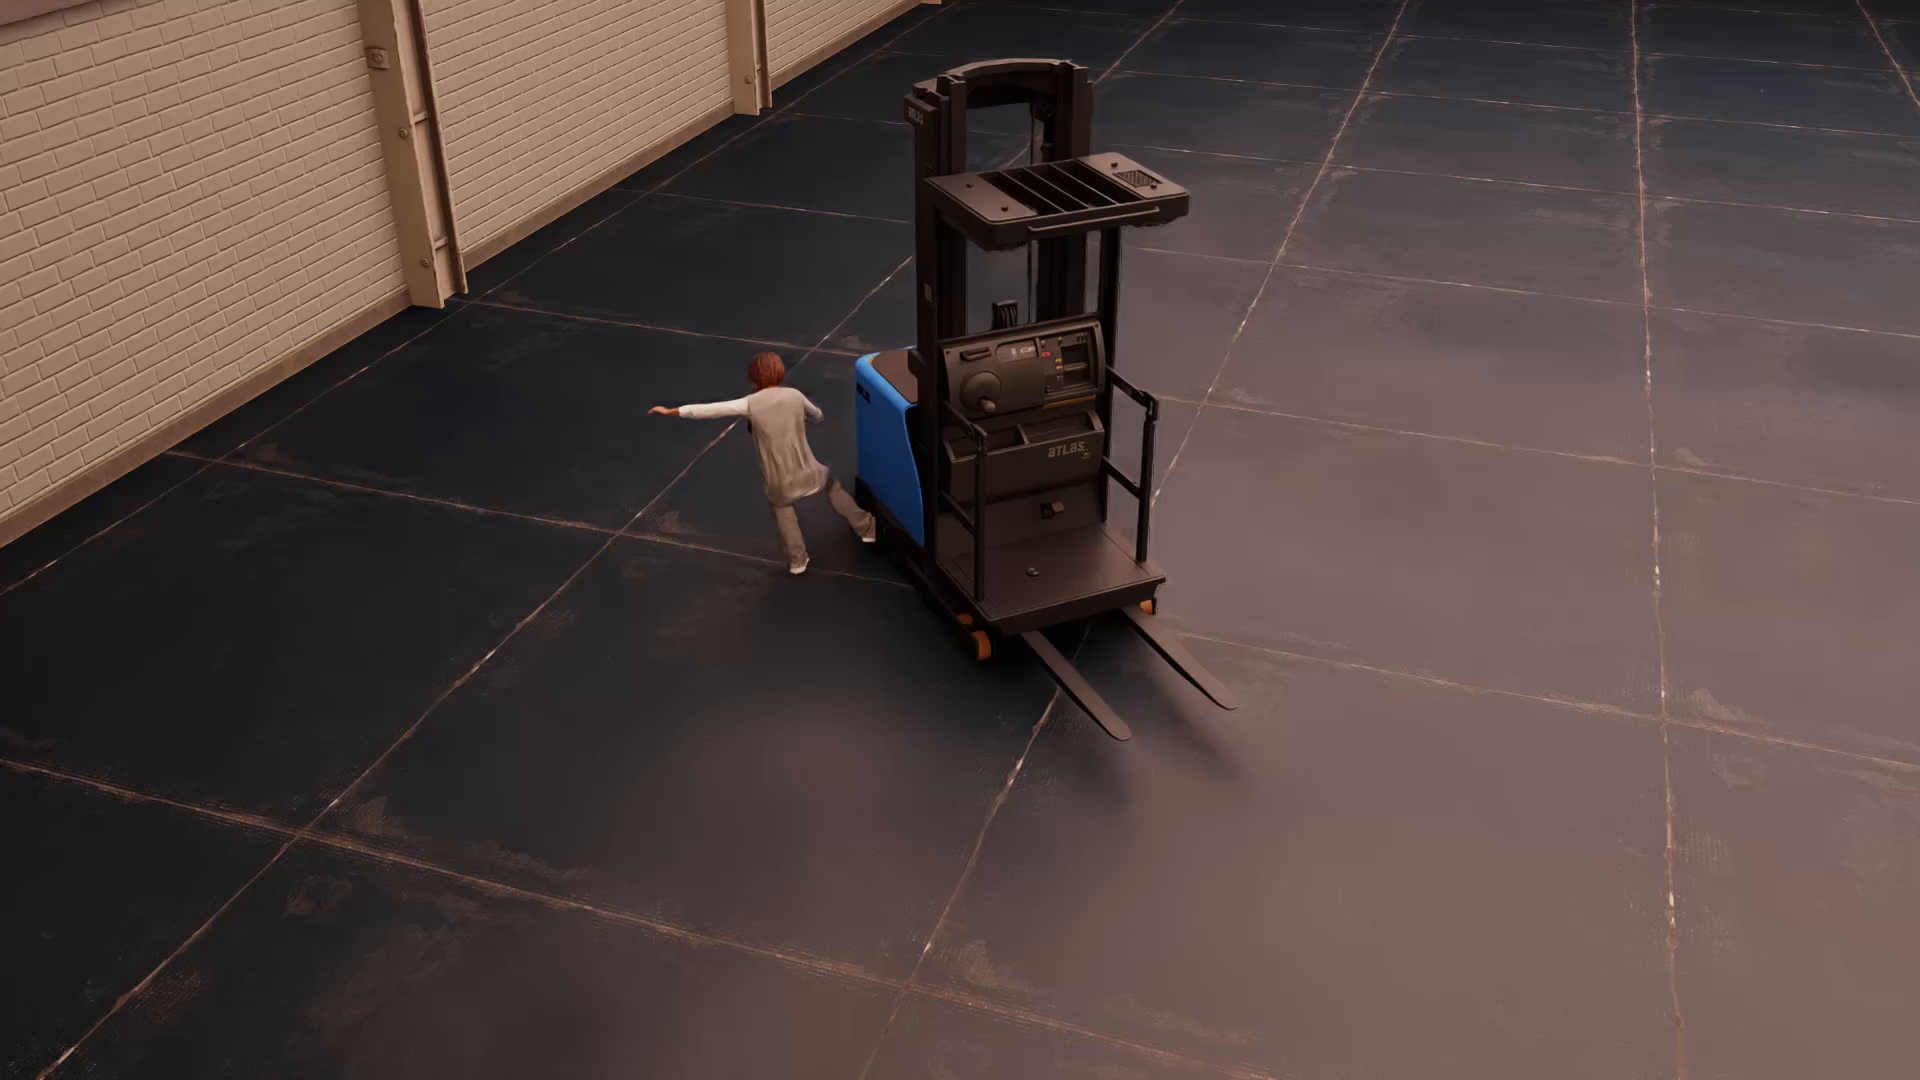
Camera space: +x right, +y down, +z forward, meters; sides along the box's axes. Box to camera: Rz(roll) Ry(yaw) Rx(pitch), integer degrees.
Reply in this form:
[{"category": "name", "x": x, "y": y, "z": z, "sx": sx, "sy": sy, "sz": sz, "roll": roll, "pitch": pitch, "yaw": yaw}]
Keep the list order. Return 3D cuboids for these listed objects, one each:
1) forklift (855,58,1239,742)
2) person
[{"category": "forklift", "x": 0.438, "y": -0.867, "z": 8.657, "sx": 1.130, "sy": 2.935, "sz": 3.031, "roll": -13, "pitch": 32, "yaw": -21}, {"category": "person", "x": -1.022, "y": -0.460, "z": 9.562, "sx": 1.359, "sy": 1.331, "sz": 0.723, "roll": -14, "pitch": 33, "yaw": -23}]
